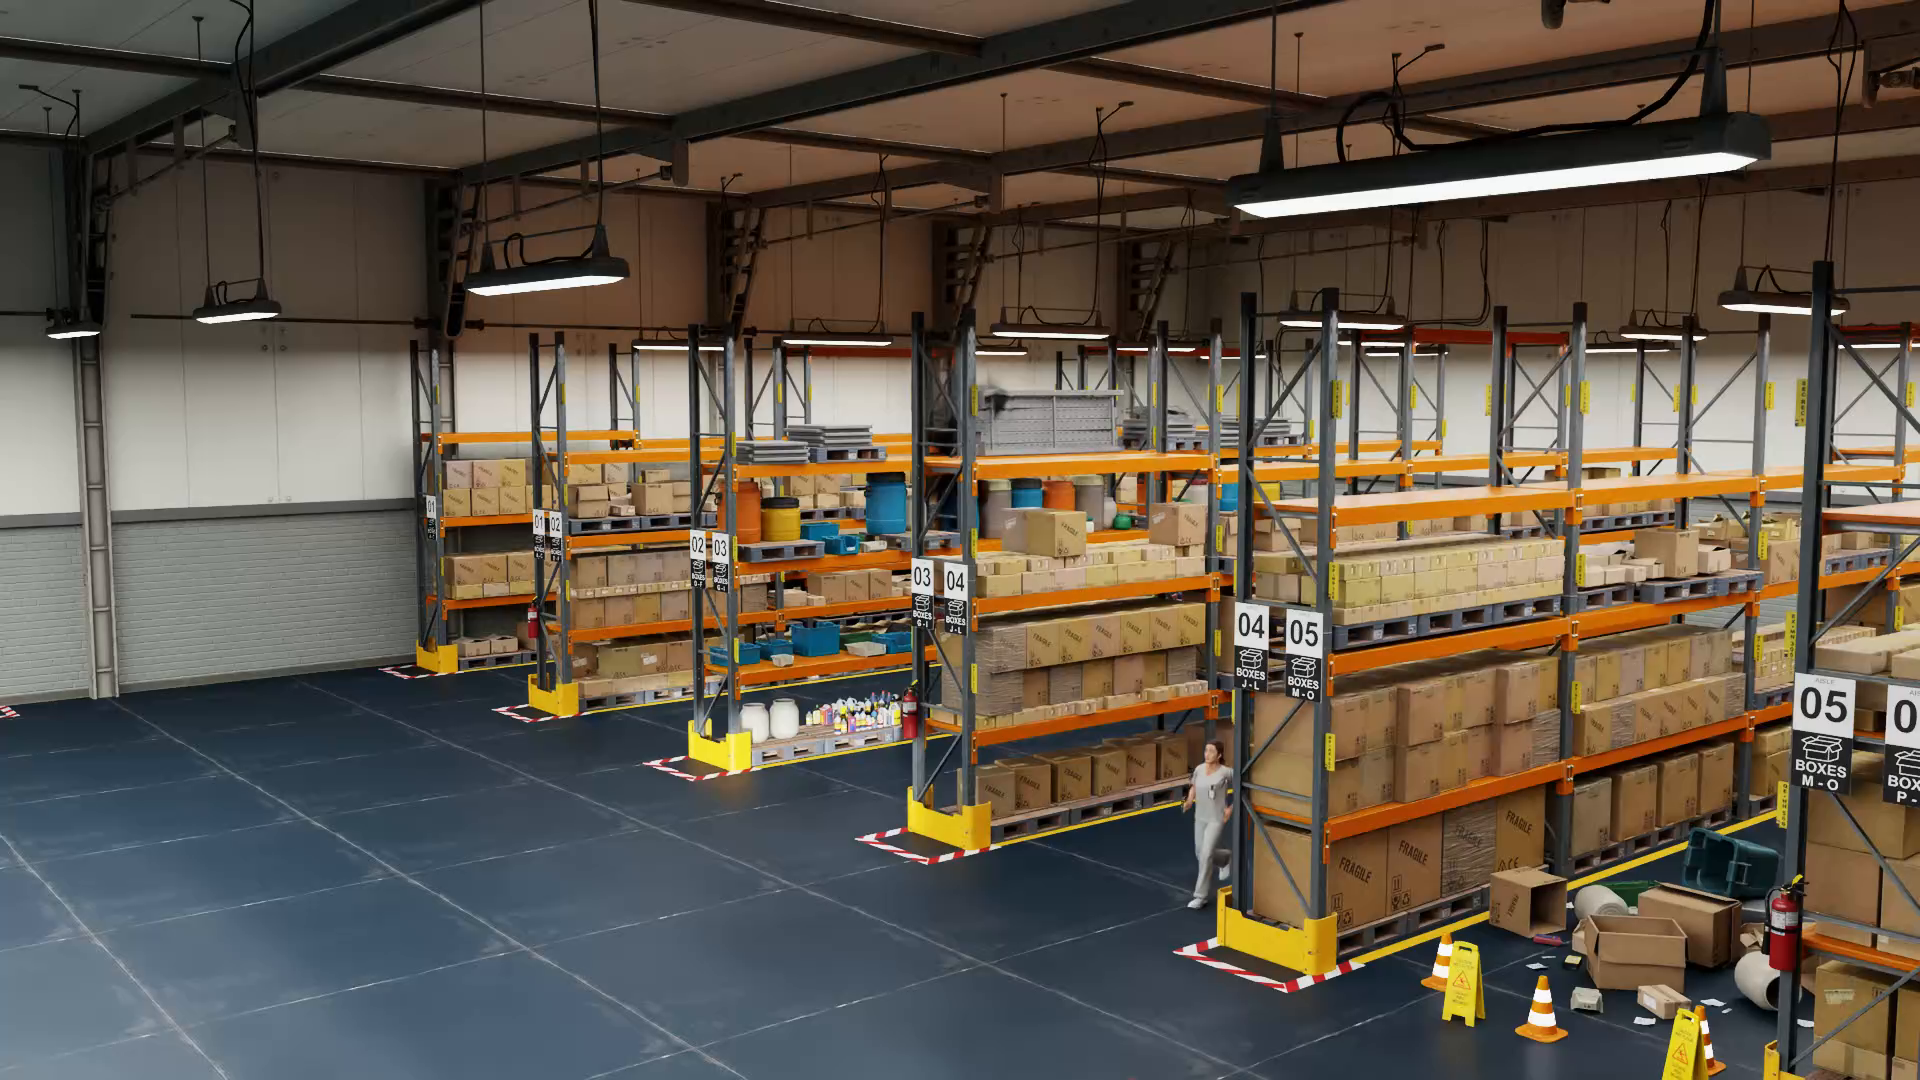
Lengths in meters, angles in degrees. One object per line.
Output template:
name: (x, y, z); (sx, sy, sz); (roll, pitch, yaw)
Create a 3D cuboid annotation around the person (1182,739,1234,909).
person: (2.552, 2.811, 16.686); (0.568, 1.653, 0.843); (5, 7, 40)
